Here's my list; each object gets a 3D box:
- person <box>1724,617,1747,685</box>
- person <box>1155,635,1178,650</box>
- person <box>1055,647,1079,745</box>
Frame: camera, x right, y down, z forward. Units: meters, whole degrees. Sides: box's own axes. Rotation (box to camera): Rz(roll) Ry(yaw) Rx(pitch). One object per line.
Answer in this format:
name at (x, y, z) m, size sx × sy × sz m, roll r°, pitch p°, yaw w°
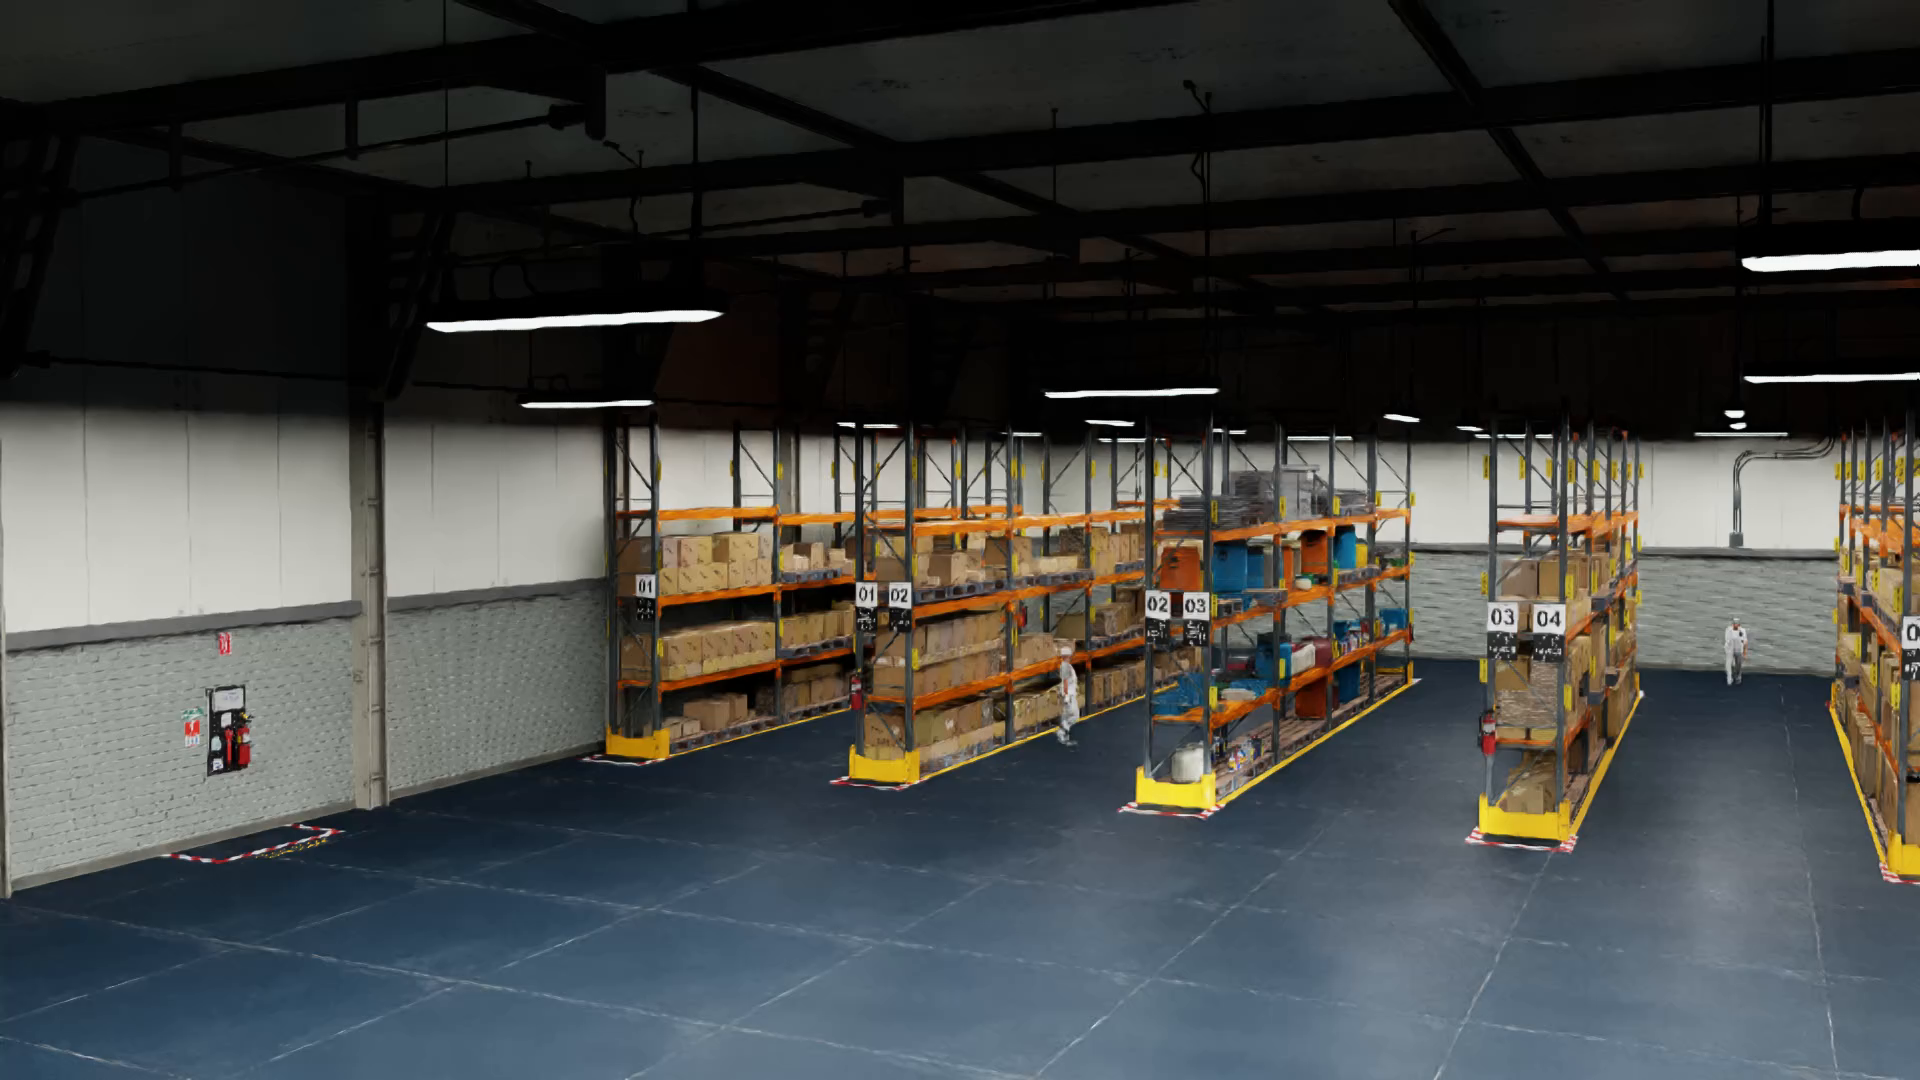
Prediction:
person at (18.041, 2.571, 38.667) m, size 0.481 × 1.583 × 1.083 m, roll 1°, pitch 3°, yaw 23°
person at (5.405, 2.336, 43.263) m, size 0.970 × 1.712 × 0.616 m, roll -2°, pitch 3°, yaw -44°
person at (1.936, 2.836, 30.199) m, size 0.444 × 1.786 × 0.598 m, roll 0°, pitch 2°, yaw 0°
